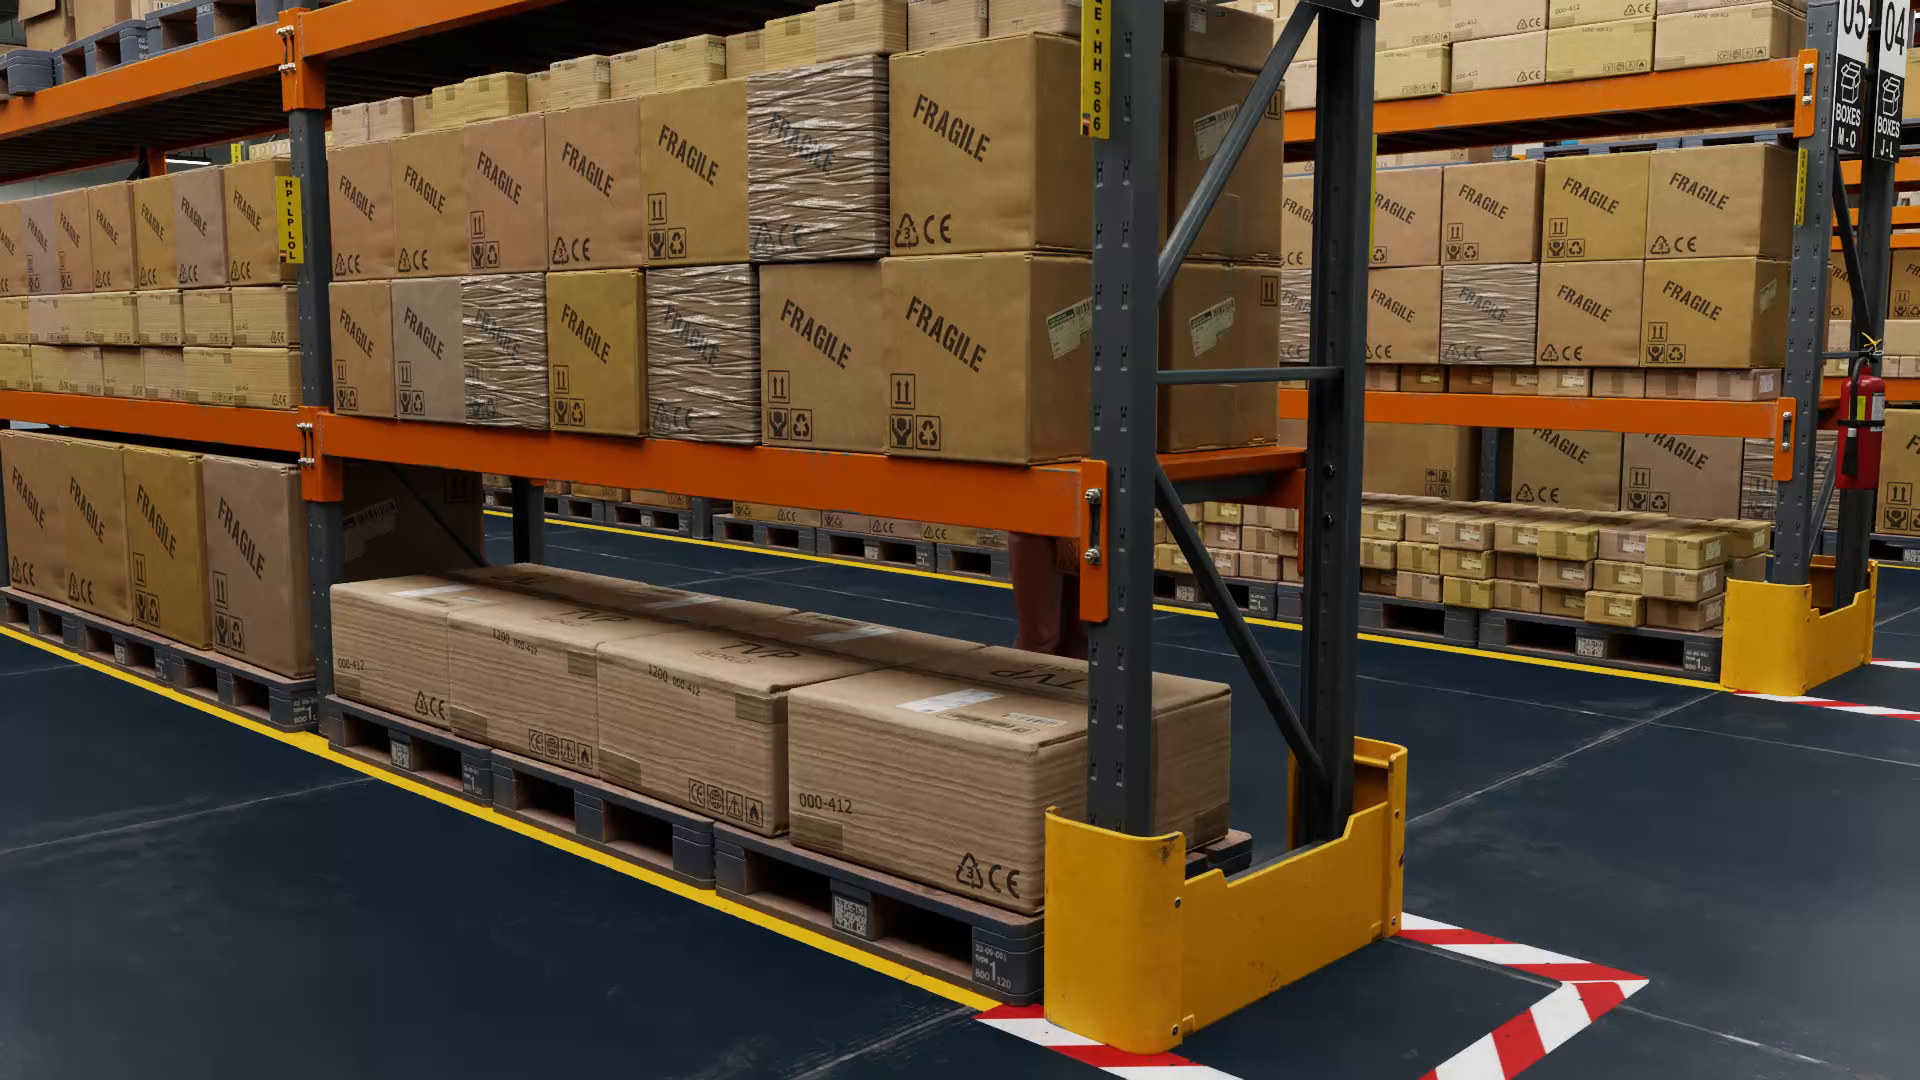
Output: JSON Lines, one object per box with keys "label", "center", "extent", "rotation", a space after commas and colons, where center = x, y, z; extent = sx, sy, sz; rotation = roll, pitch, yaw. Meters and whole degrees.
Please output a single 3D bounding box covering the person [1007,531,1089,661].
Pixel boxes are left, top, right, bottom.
{"label": "person", "center": [0.381, -0.006, 6.308], "extent": [0.435, 1.675, 0.468], "rotation": [7, 10, 44]}
